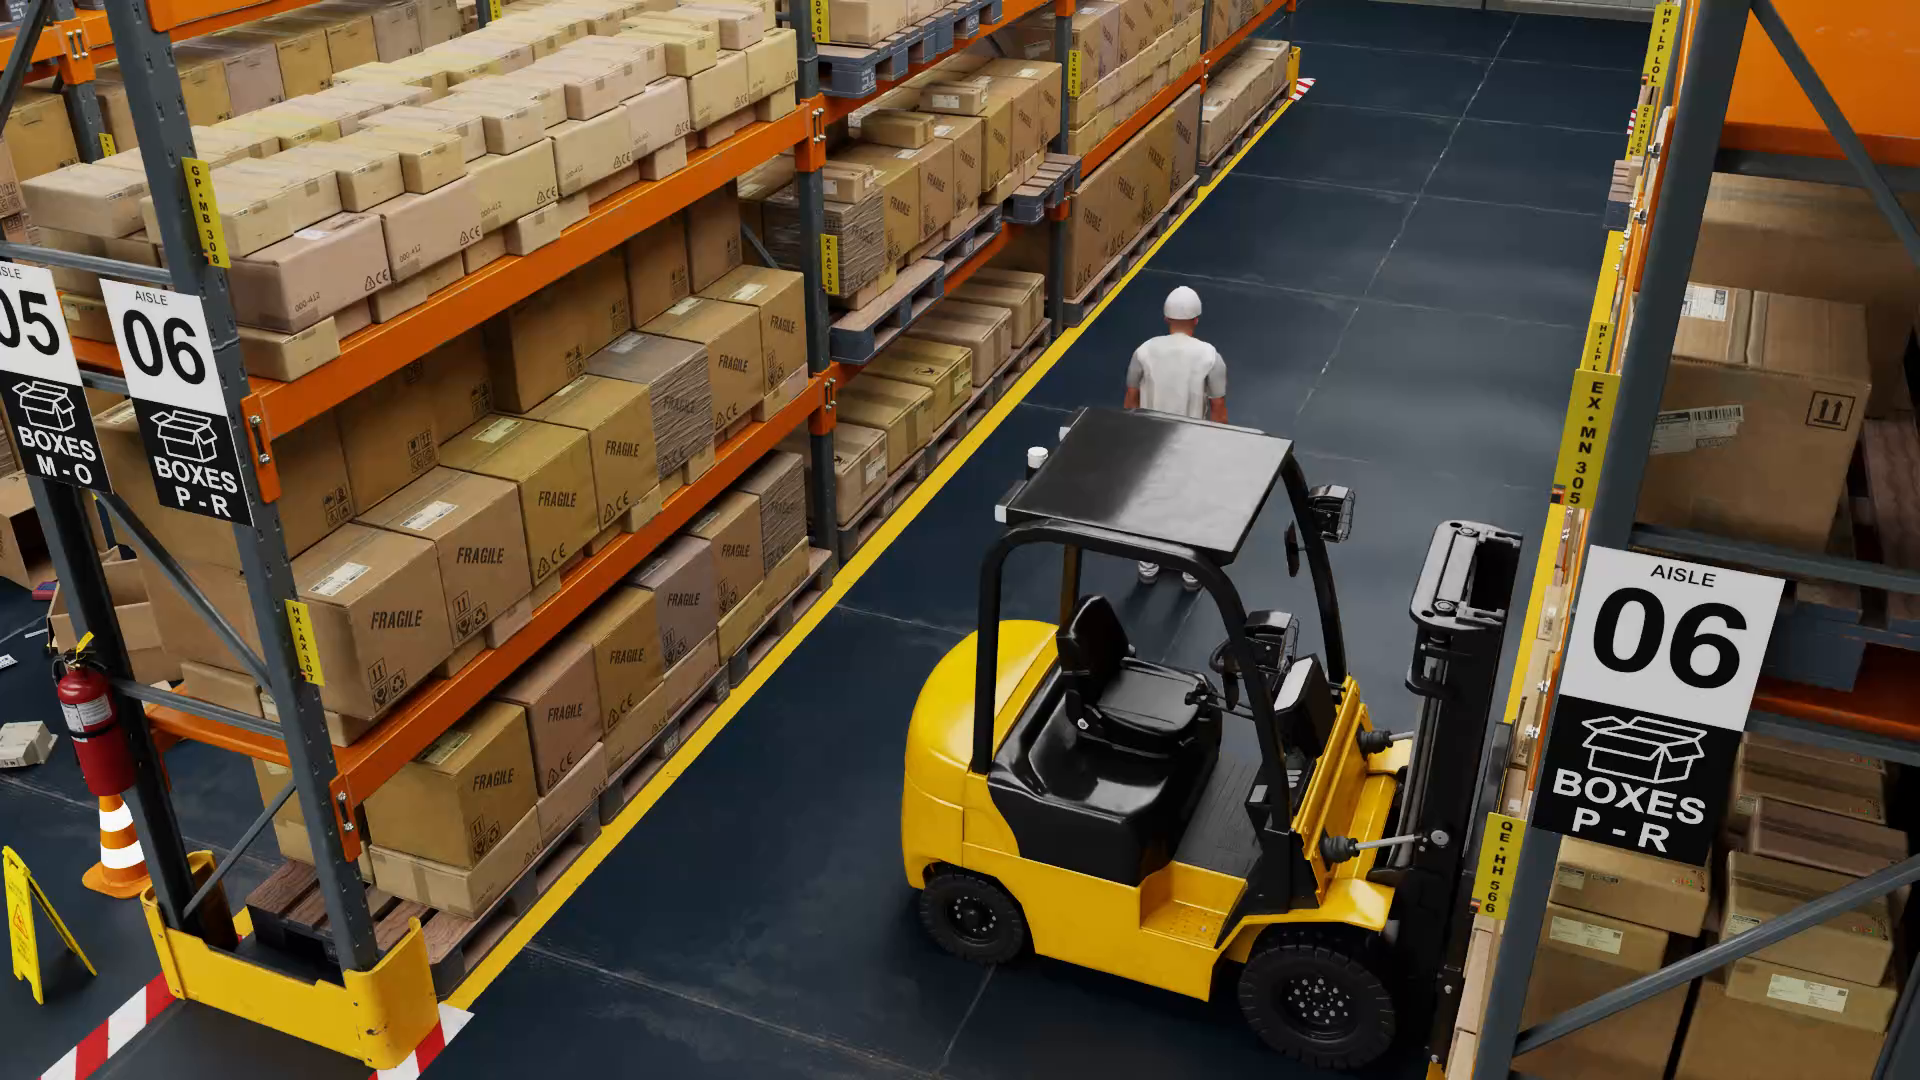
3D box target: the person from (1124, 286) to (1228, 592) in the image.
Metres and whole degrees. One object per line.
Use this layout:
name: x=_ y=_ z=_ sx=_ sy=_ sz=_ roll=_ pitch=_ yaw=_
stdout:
person: x=1.212 y=-0.557 z=9.375 sx=0.623 sy=1.780 sz=0.446 roll=10 pitch=31 yaw=17
